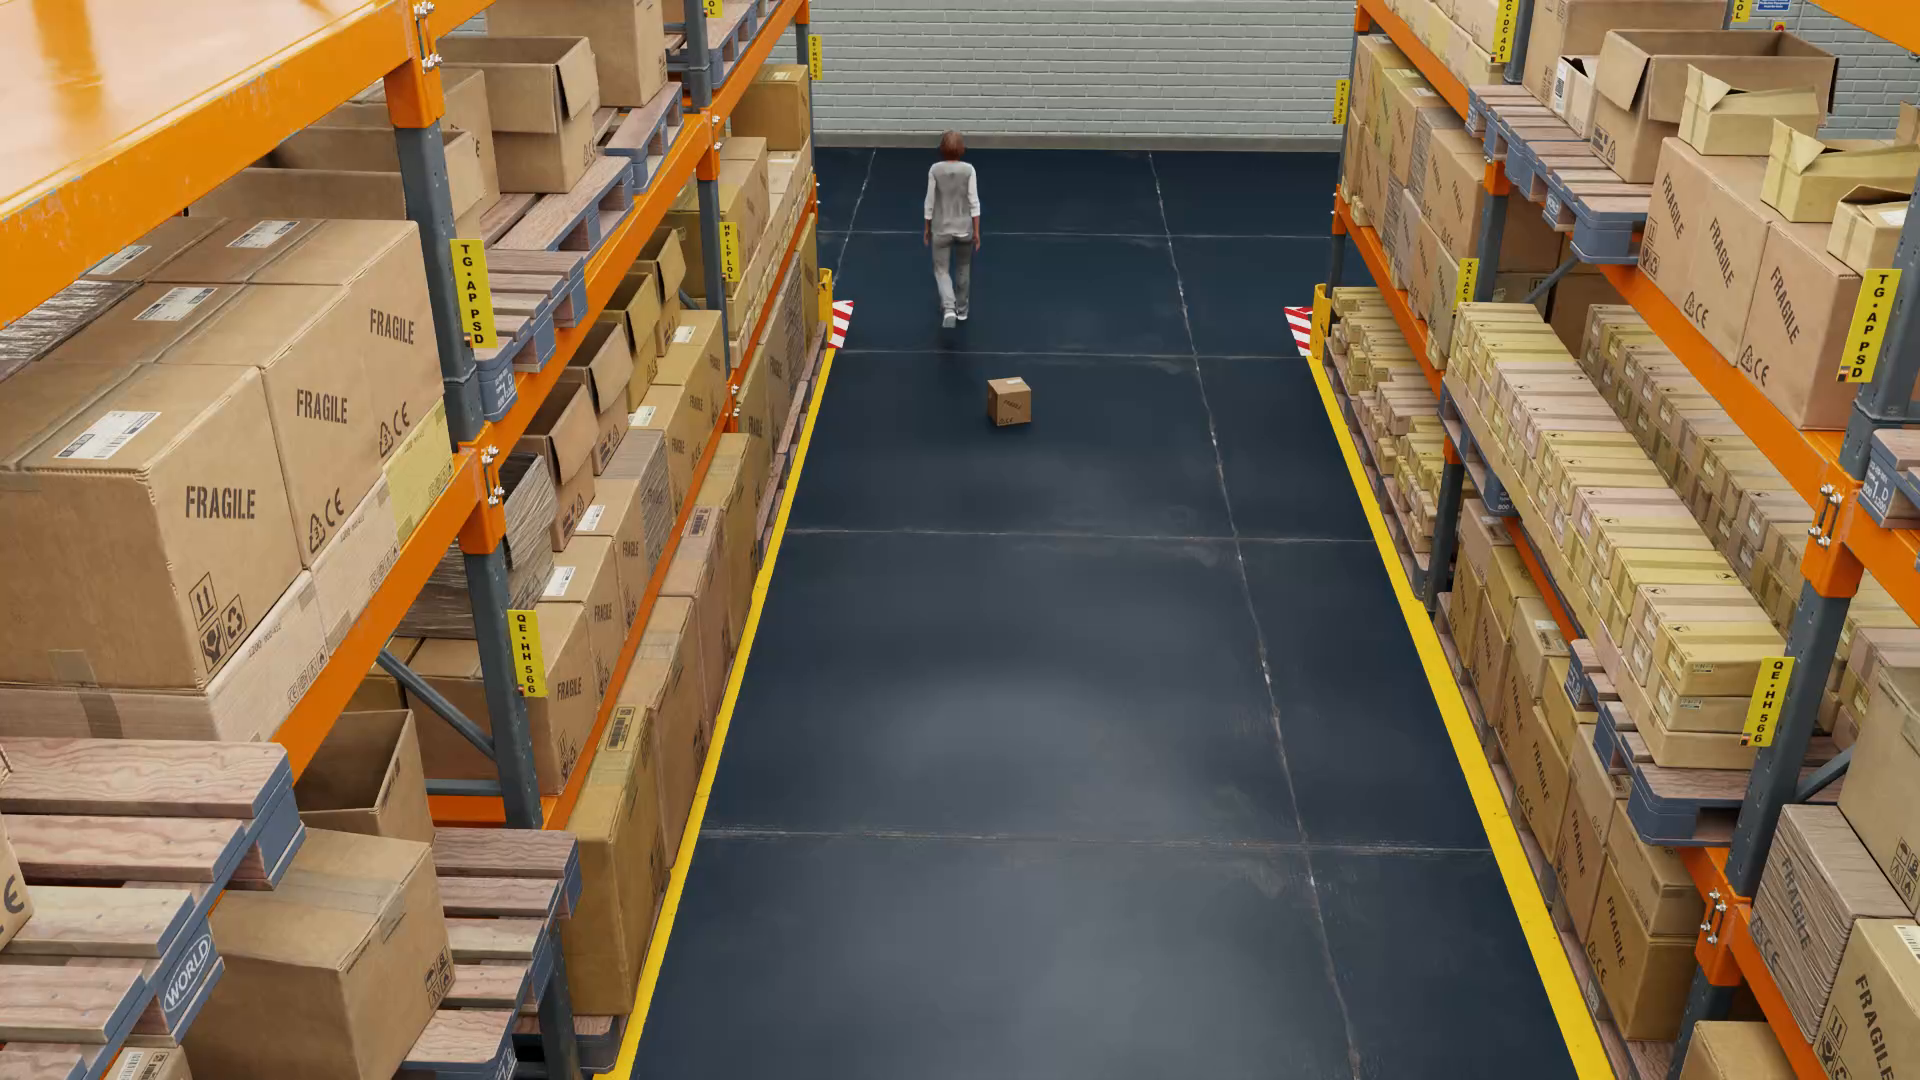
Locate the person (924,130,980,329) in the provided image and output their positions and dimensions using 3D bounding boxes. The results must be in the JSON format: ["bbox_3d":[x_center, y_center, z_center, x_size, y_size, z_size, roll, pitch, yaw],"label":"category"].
[{"bbox_3d":[-0.059,-2.419,13.089,0.437,1.569,0.785,-3,29,-6],"label":"person"}]
